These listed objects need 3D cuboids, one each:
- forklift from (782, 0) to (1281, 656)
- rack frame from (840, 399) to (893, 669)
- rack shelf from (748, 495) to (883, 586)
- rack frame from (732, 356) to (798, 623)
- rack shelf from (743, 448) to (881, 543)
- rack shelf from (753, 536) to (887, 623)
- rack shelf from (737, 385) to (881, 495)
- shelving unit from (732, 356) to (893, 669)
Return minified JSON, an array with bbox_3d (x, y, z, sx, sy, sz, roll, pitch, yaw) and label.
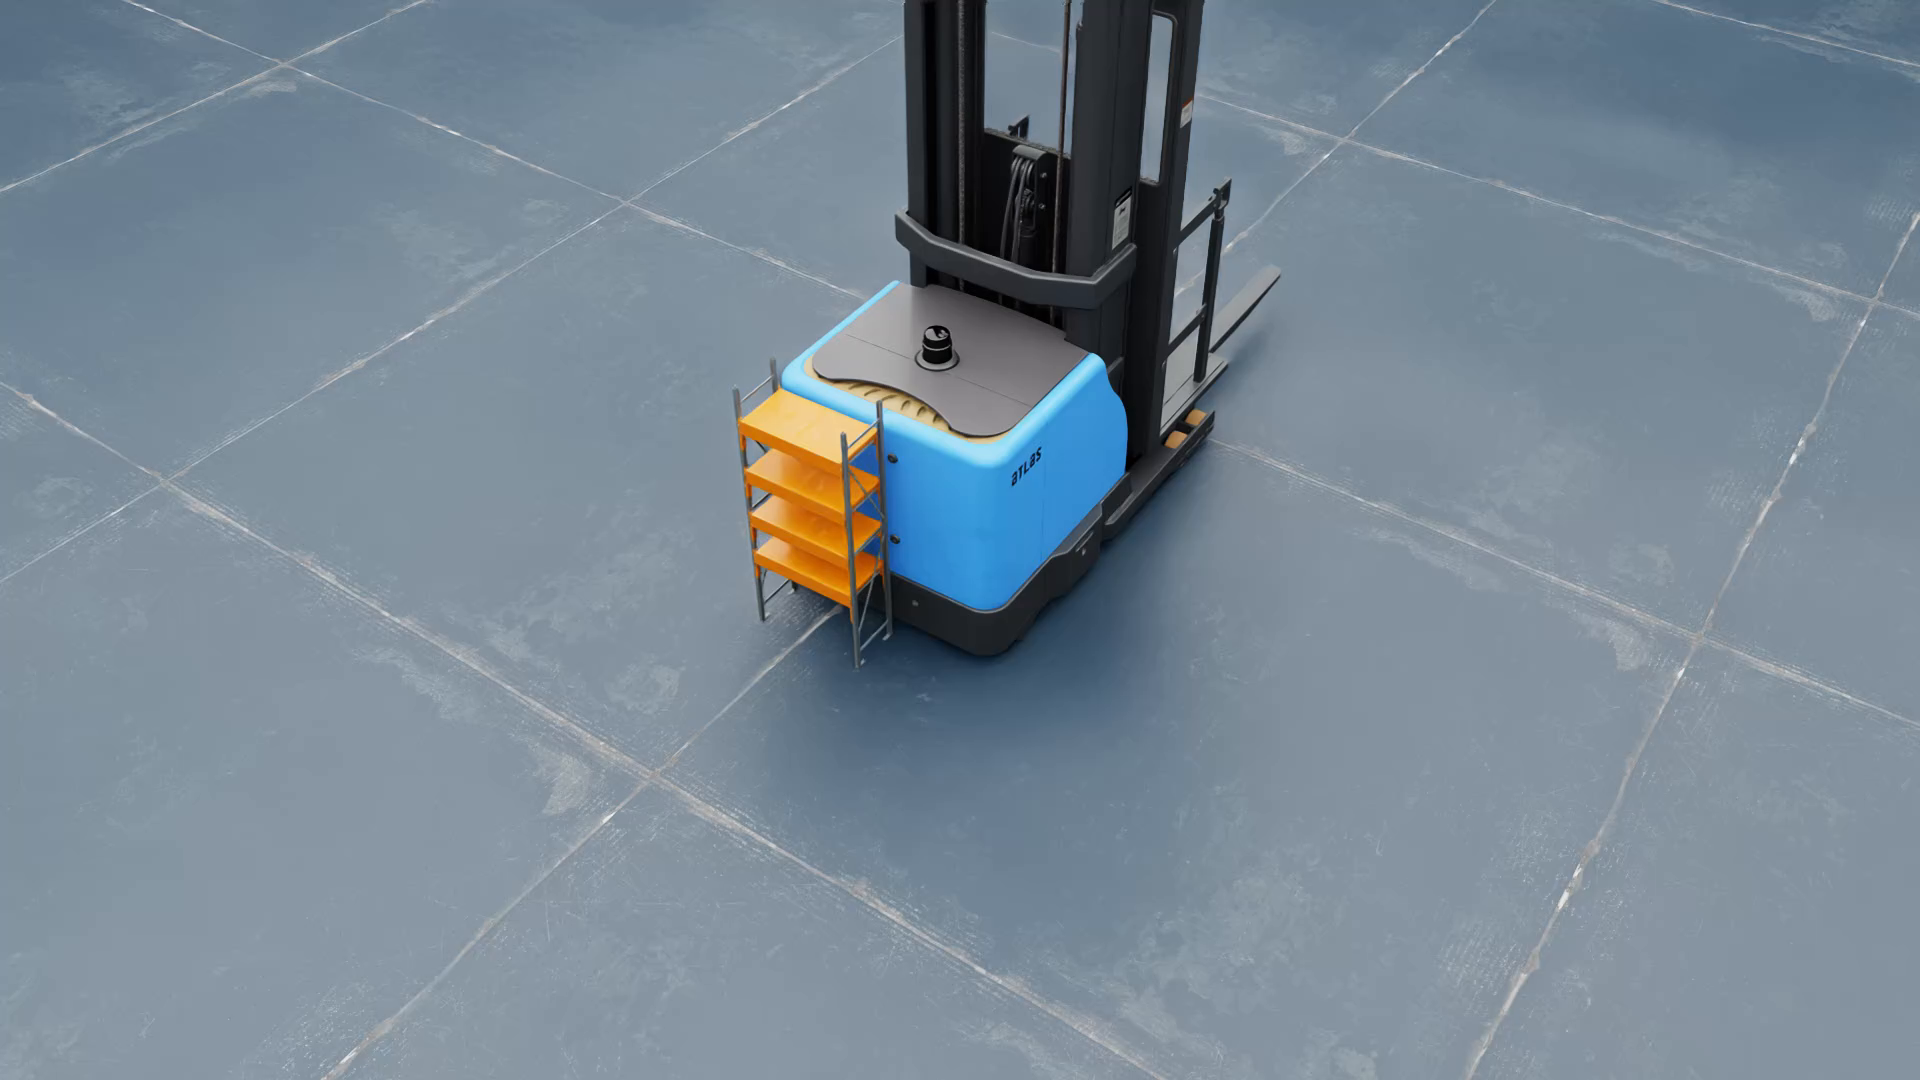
[{"bbox_3d":[0.525,-1.584,6.823,1.130,2.935,3.031,24,47,24],"label":"forklift"},{"bbox_3d":[-0.350,0.005,6.344,0.015,1.200,0.240,24,47,24],"label":"rack frame"},{"bbox_3d":[-0.554,-0.035,6.489,0.480,0.148,0.258,24,47,24],"label":"rack shelf"},{"bbox_3d":[-0.758,-0.174,6.543,0.015,1.200,0.240,24,47,24],"label":"rack frame"},{"bbox_3d":[-0.555,-0.201,6.339,0.480,0.148,0.258,24,47,24],"label":"rack shelf"},{"bbox_3d":[-0.553,0.112,6.622,0.480,0.148,0.258,24,47,24],"label":"rack shelf"},{"bbox_3d":[-0.556,-0.376,6.180,0.480,0.148,0.258,24,47,24],"label":"rack shelf"},{"bbox_3d":[-0.554,-0.085,6.444,0.503,1.200,0.258,24,47,24],"label":"shelving unit"}]
